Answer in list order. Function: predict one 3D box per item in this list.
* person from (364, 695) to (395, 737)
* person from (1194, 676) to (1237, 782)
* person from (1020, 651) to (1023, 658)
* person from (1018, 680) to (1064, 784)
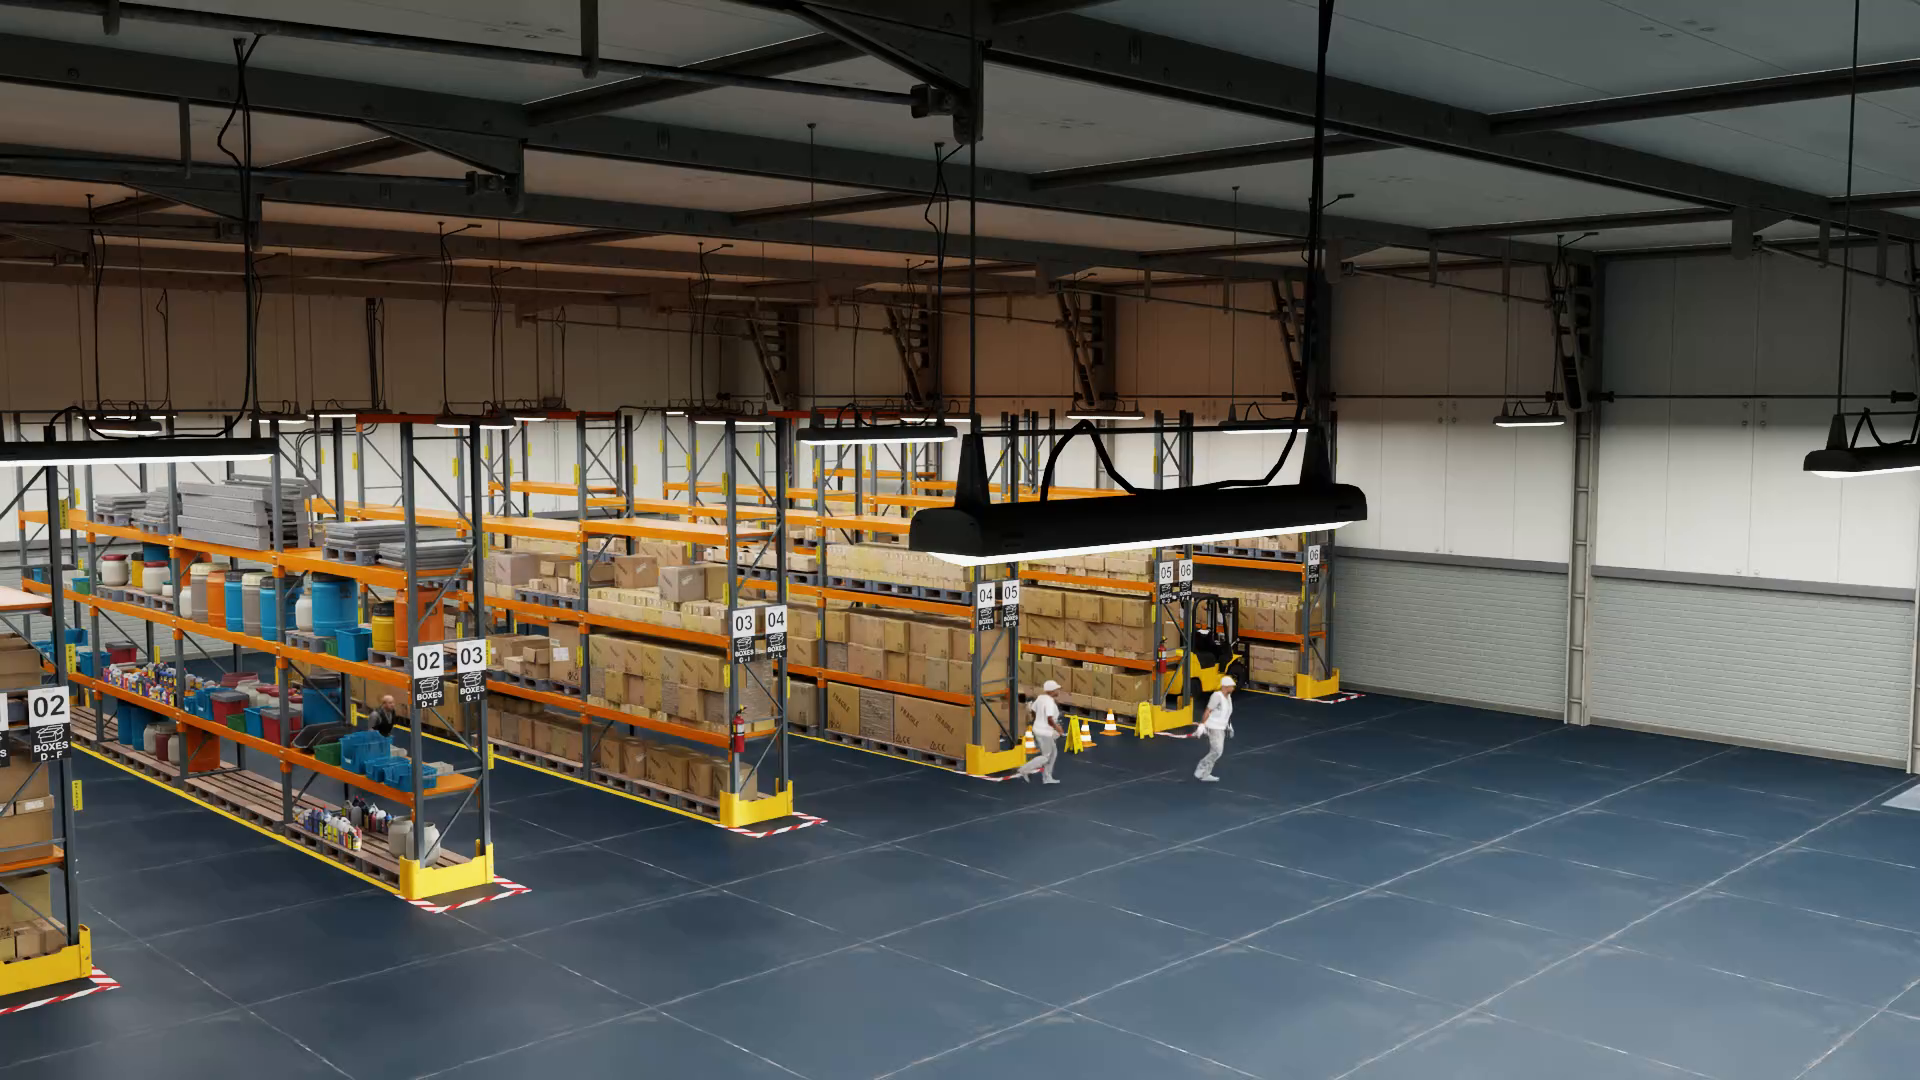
[{"bbox_3d":[-9.382,3.230,26.703,0.856,1.562,0.629,1,5,15],"label":"person"},{"bbox_3d":[4.197,3.100,27.262,0.601,1.738,0.704,3,6,30],"label":"person"},{"bbox_3d":[1.130,2.093,38.343,1.000,1.763,0.657,4,6,39],"label":"person"},{"bbox_3d":[1.291,3.139,26.993,0.753,1.715,0.703,-1,5,-13],"label":"person"}]
